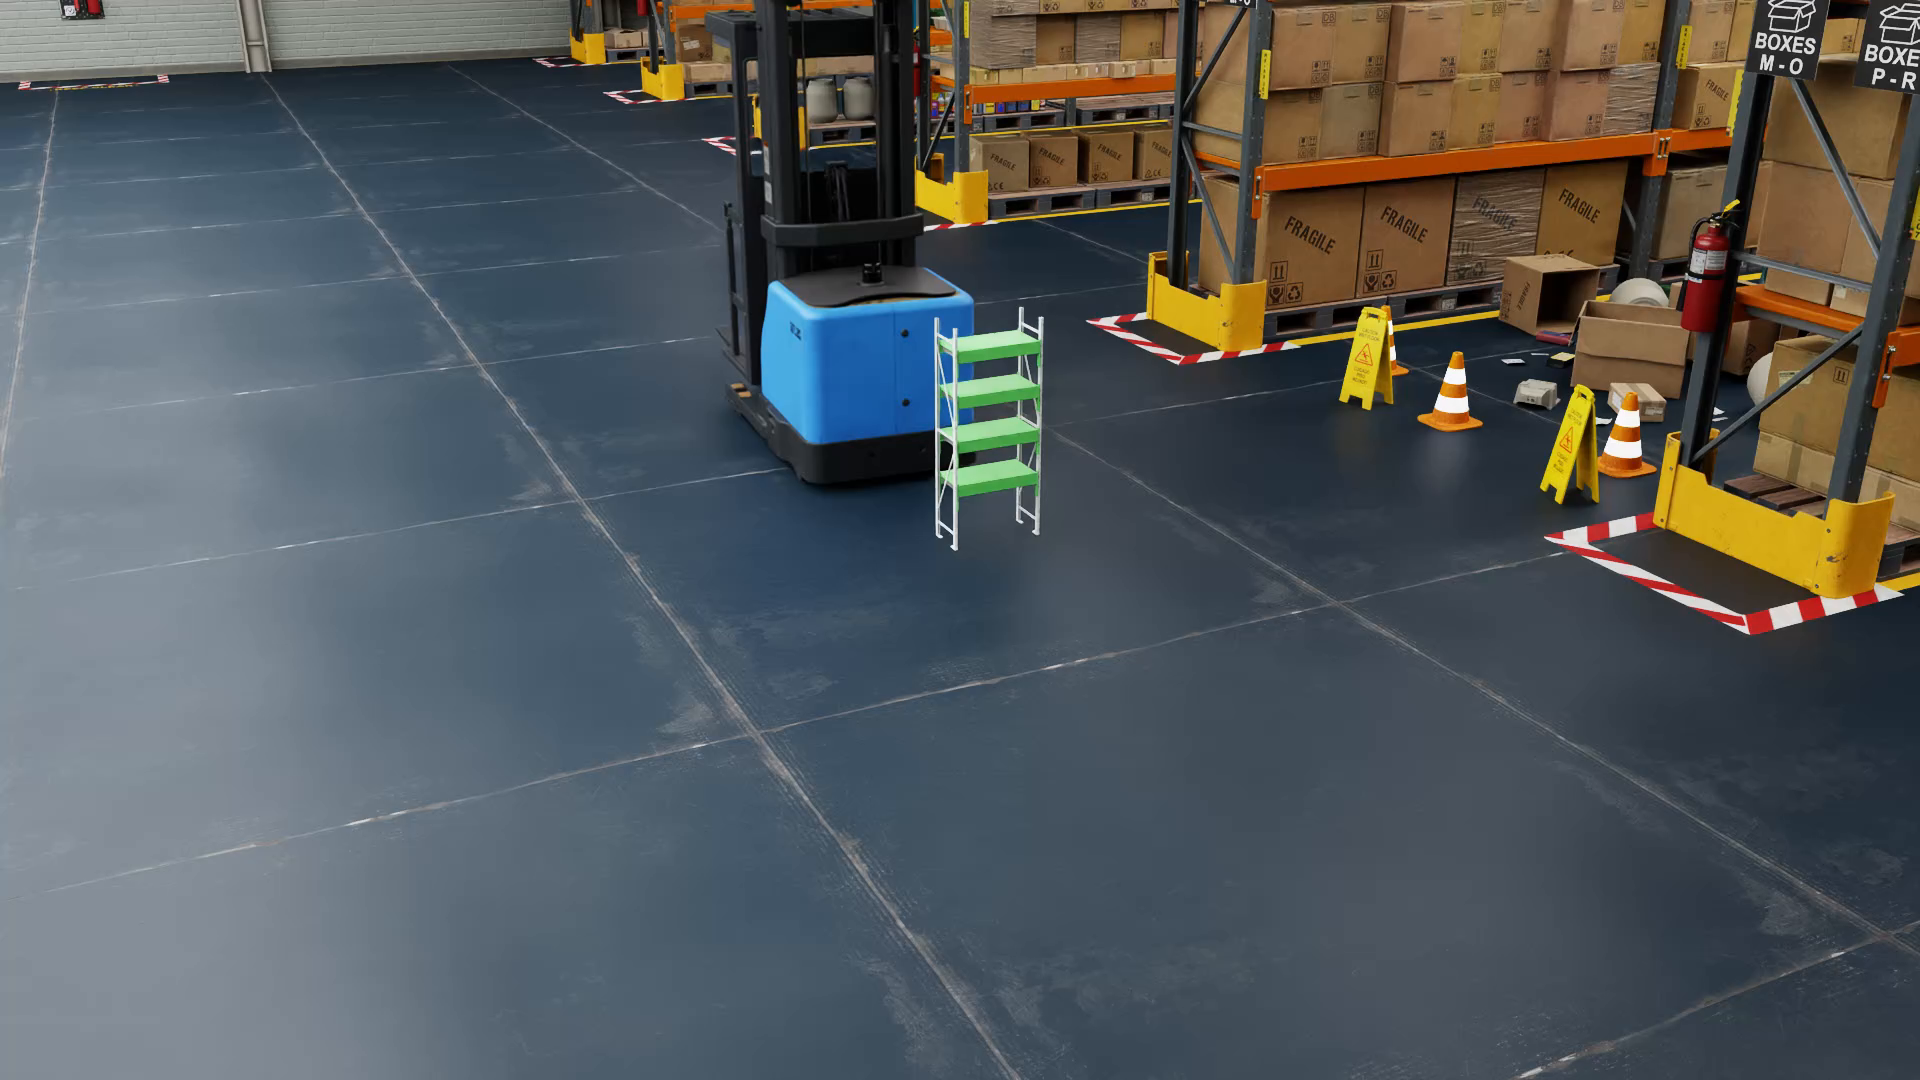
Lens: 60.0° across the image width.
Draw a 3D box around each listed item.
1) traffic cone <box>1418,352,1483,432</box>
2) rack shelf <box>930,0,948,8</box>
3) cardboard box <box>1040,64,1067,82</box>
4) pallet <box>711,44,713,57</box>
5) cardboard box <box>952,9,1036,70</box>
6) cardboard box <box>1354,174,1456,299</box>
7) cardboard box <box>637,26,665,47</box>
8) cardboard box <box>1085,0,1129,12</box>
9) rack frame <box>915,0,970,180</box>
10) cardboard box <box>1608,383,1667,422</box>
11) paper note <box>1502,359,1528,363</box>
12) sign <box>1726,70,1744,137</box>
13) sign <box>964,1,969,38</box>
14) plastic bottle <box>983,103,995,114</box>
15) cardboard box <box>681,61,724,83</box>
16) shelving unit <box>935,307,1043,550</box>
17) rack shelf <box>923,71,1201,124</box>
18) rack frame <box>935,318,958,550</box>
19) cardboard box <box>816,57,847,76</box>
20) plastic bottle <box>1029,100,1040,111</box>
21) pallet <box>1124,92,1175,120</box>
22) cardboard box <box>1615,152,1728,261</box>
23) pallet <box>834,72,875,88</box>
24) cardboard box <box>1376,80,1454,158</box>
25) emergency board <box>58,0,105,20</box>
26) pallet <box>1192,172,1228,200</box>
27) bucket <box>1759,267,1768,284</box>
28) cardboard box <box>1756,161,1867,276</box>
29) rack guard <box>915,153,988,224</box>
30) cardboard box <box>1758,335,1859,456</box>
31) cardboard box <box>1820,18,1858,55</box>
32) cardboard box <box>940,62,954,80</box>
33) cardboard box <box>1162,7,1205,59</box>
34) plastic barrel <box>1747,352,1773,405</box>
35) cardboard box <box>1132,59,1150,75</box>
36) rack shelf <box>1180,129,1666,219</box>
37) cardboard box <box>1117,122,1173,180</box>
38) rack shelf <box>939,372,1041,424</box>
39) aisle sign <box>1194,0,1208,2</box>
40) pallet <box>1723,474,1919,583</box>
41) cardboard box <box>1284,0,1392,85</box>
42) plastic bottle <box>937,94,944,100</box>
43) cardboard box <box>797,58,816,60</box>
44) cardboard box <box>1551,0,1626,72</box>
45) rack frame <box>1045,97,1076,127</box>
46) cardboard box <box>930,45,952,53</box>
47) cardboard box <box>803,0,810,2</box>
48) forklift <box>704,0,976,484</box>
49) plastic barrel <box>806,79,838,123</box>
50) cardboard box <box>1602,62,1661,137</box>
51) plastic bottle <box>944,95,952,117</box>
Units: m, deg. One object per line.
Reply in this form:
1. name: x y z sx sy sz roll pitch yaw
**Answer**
1. traffic cone: 3.162 -0.974 10.646 0.334 0.463 0.336 -10 25 -24
2. rack shelf: 0.937 -8.797 27.168 4.000 0.370 1.077 -10 25 -24
3. cardboard box: 0.865 -4.688 16.630 0.250 0.149 0.380 -10 25 -24
4. pallet: -4.708 -8.888 30.094 1.213 0.211 1.003 -10 25 -24
5. cardboard box: 0.331 -4.984 16.498 0.500 0.500 0.875 -10 25 -24
6. cardboard box: 3.258 -2.487 13.214 0.875 0.875 0.875 -11 25 -24
7. cardboard box: -5.445 -8.979 29.609 0.500 0.311 0.500 -8 24 -19
8. cardboard box: 1.341 -5.526 16.499 0.500 0.500 0.500 -10 25 -24
9. rack frame: -0.176 -4.719 16.377 0.127 3.000 1.000 -10 25 -24
10. cardboard box: 4.426 -0.900 10.878 0.250 0.149 0.380 2 23 4
11. paper note: 3.995 -1.288 11.973 0.142 0.017 0.144 -2 23 -5
12. sign: 3.899 -2.179 8.314 0.005 0.325 0.100 -10 25 -24
13. sign: 0.059 -4.932 15.759 0.005 0.325 0.100 -10 25 -24
14. plastic bottle: 0.360 -5.777 21.821 0.185 0.351 0.144 -11 25 -24
15. cardboard box: -3.890 -7.070 25.101 0.500 0.250 0.500 -10 25 -24
16. shelving unit: 0.149 -0.582 8.735 0.503 1.200 0.258 -10 25 -24
17. rack shelf: 1.626 -4.718 17.316 4.000 0.370 1.077 -10 25 -24
18. rack frame: -0.071 -0.541 8.637 0.015 1.200 0.240 -10 25 -24
19. cardboard box: -2.087 -7.401 25.902 0.500 0.250 0.500 -10 25 -24
20. plastic bottle: 0.989 -5.844 22.071 0.133 0.283 0.061 -9 24 -21
21. pallet: 3.071 -6.149 23.476 1.213 0.211 1.003 -10 25 -24
22. cardboard box: 6.008 -2.945 14.483 0.750 0.750 1.050 -11 25 -24
23. pallet: -1.600 -7.391 26.478 1.213 0.211 1.003 -10 25 -24
24. cardboard box: 3.244 -3.288 12.723 0.550 0.550 0.875 -10 25 -24
25. emergency board: -14.015 -8.862 26.386 0.643 1.169 0.194 -10 25 -24
26. pallet: 2.838 -3.971 18.214 1.213 0.211 1.003 -10 25 -24
27. bucket: 6.365 -2.029 12.171 0.620 0.611 0.726 7 21 -9
28. cardboard box: 4.491 -1.672 8.497 0.500 0.500 0.500 -11 25 -25
29. rack guard: -0.108 -3.577 16.885 0.348 0.500 1.175 -10 25 -24
30. cardboard box: 4.730 -0.797 8.966 0.500 0.500 0.500 -10 25 -23
31. cardboard box: 7.306 -4.502 14.414 0.500 0.500 0.700 -11 25 -24
32. cardboard box: -0.009 -4.721 16.711 0.250 0.149 0.380 -10 25 -24
33. cardboard box: 2.123 -5.324 17.319 0.500 0.500 0.875 -10 25 -24
34. plastic barrel: 5.326 -0.978 10.707 0.421 0.421 0.512 6 23 13
35. cardboard box: 1.745 -4.871 17.071 0.250 0.149 0.380 -10 25 -24
36. rack shelf: 3.686 -2.992 13.146 4.000 0.370 1.077 -10 25 -24
37. cardboard box: 2.012 -4.141 17.700 0.500 0.500 0.500 -13 26 -28
38. rack shelf: 0.149 -0.745 8.668 0.480 0.148 0.258 -10 25 -24
39. aisle sign: 1.690 -4.286 11.931 0.004 0.787 0.394 -10 25 -24
40. pallet: 4.937 -0.151 8.986 1.213 0.211 1.003 -10 25 -24
41. cardboard box: 2.690 -3.732 12.385 0.550 0.550 0.875 -10 25 -24
42. plastic bottle: -0.256 -5.842 22.173 0.097 0.201 0.097 0 22 0
43. cardboard box: -2.537 -7.664 25.556 0.500 0.500 0.500 -10 25 -24
44. cardboard box: 4.695 -4.044 13.138 0.550 0.550 0.875 -10 25 -24
45. rack frame: 1.280 -7.090 22.103 0.127 3.000 1.000 -10 25 -24
46. cardboard box: -0.385 -7.963 26.525 0.500 0.311 0.500 -10 25 -23
47. cardboard box: -2.649 -8.511 25.406 0.500 0.500 0.700 -10 24 -22
48. forklift: -0.909 -2.206 10.396 1.130 2.935 3.031 -8 24 -20
49. plastic barrel: -1.765 -5.606 21.223 0.421 0.512 0.421 0 22 0
50. cardboard box: 5.161 -3.660 13.623 0.550 0.550 0.875 -10 25 -24
51. plastic bottle: -0.157 -5.635 21.582 0.097 0.271 0.097 0 22 0
